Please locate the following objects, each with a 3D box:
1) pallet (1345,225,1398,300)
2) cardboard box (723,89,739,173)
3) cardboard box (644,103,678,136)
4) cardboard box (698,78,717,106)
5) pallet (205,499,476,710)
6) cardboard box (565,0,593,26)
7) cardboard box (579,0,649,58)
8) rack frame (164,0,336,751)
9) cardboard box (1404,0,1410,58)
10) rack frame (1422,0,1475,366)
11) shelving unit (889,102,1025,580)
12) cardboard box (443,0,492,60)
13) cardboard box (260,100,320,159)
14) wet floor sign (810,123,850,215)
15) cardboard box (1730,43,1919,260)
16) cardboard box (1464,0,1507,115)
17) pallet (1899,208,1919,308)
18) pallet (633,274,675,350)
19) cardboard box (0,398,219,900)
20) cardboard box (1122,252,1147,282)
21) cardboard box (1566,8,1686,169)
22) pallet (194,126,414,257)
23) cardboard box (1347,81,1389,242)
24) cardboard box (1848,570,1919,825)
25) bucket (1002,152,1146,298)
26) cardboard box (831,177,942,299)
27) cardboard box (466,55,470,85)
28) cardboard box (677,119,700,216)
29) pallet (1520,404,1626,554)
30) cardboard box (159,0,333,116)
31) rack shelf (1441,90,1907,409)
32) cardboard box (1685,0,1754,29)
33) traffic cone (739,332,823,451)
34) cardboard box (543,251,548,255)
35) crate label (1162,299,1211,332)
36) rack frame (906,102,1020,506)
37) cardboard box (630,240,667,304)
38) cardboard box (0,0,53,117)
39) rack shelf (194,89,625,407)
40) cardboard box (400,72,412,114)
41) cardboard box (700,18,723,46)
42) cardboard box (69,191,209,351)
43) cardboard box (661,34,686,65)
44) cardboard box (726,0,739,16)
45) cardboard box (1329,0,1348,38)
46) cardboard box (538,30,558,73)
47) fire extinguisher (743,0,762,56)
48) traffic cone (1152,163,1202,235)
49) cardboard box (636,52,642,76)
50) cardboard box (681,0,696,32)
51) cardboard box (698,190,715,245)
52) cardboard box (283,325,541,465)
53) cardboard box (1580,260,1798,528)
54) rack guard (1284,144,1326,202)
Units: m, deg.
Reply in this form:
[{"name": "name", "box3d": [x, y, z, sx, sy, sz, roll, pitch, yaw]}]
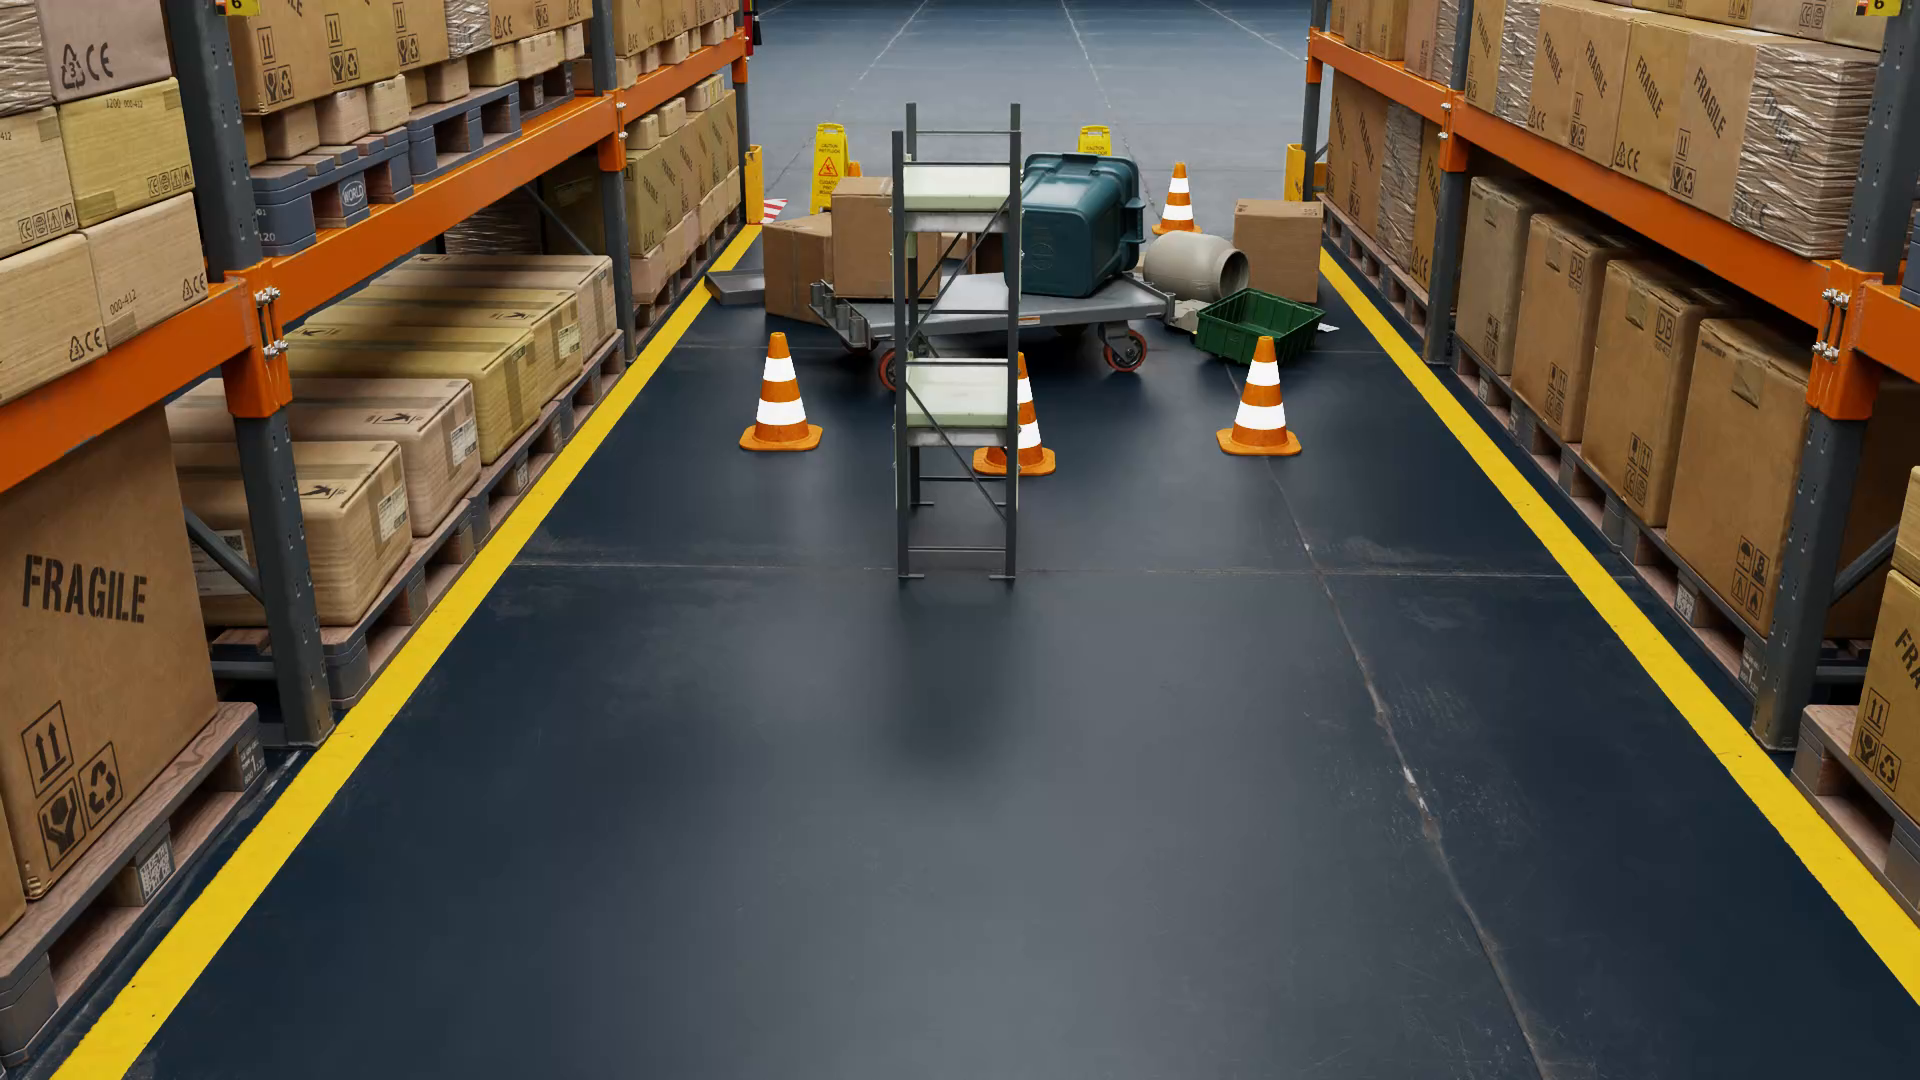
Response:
[{"name": "pallet", "box3d": [2.957, -1.696, 10.107, 1.003, 0.211, 1.213, 1, 21, 2]}, {"name": "cardboard box", "box3d": [-1.771, -2.714, 11.062, 0.500, 0.500, 0.500, 1, 21, 2]}, {"name": "cardboard box", "box3d": [-1.764, -2.304, 9.107, 0.380, 0.149, 0.250, 1, 21, 4]}, {"name": "cardboard box", "box3d": [-1.726, -2.792, 10.366, 0.380, 0.149, 0.250, 1, 21, 3]}, {"name": "pallet", "box3d": [-2.226, 0.167, 5.308, 1.003, 0.211, 1.213, 1, 21, 2]}, {"name": "cardboard box", "box3d": [-1.914, -2.509, 7.218, 0.500, 0.500, 0.500, 0, 21, 1]}, {"name": "cardboard box", "box3d": [-1.837, -2.638, 8.133, 0.500, 0.500, 0.500, 1, 21, 1]}, {"name": "rack frame", "box3d": [-2.251, -0.851, 4.075, 1.000, 3.000, 0.127, 1, 21, 2]}, {"name": "cardboard box", "box3d": [2.949, -2.876, 9.086, 0.875, 0.550, 0.550, 1, 21, 2]}, {"name": "rack frame", "box3d": [2.822, -2.279, 7.756, 1.000, 3.000, 0.127, 1, 21, 2]}, {"name": "shelving unit", "box3d": [0.000, -0.702, 5.764, 0.431, 1.500, 0.755, 1, 21, 2]}, {"name": "cardboard box", "box3d": [-1.965, -1.953, 5.787, 0.500, 0.500, 0.500, 0, 21, 0]}, {"name": "cardboard box", "box3d": [-2.013, -1.147, 4.605, 0.380, 0.149, 0.250, -1, 21, -2]}, {"name": "wet floor sign", "box3d": [-0.932, -2.703, 12.103, 0.267, 0.644, 0.232, 8, 23, 20]}, {"name": "cardboard box", "box3d": [2.445, -1.045, 4.438, 0.500, 0.500, 0.500, 1, 21, 2]}, {"name": "cardboard box", "box3d": [2.537, -2.139, 7.256, 0.500, 0.500, 0.500, 1, 21, 2]}, {"name": "pallet", "box3d": [2.785, -0.485, 3.397, 1.213, 0.211, 1.003, 1, 21, 2]}, {"name": "pallet", "box3d": [-2.144, -1.240, 8.934, 1.003, 0.211, 1.213, 1, 21, 2]}, {"name": "cardboard box", "box3d": [-2.355, 0.193, 3.742, 0.875, 0.875, 0.875, 0, 21, 1]}, {"name": "cardboard box", "box3d": [1.033, -1.646, 9.905, 0.396, 0.266, 0.258, 4, 22, 11]}, {"name": "cardboard box", "box3d": [2.489, -1.592, 5.847, 0.500, 0.500, 0.500, 1, 21, 2]}, {"name": "pallet", "box3d": [-2.336, -1.020, 4.777, 1.213, 0.211, 1.003, 1, 21, 2]}, {"name": "cardboard box", "box3d": [2.964, -2.367, 10.338, 0.875, 0.875, 0.875, 0, 21, 1]}, {"name": "cardboard box", "box3d": [2.424, 0.390, 3.753, 0.500, 0.500, 0.500, 0, 21, -1]}, {"name": "bucket", "box3d": [0.521, -1.536, 8.266, 0.726, 0.611, 0.620, 8, 33, 20]}, {"name": "cardboard box", "box3d": [-0.349, -1.476, 8.095, 0.500, 0.500, 0.500, 1, 21, 2]}, {"name": "cardboard box", "box3d": [-2.025, -1.724, 6.092, 0.380, 0.149, 0.250, 0, 21, 0]}, {"name": "cardboard box", "box3d": [-1.819, -2.152, 9.613, 0.500, 0.500, 0.500, 2, 21, 4]}, {"name": "pallet", "box3d": [2.839, -0.257, 6.400, 1.003, 0.211, 1.213, 1, 21, 2]}, {"name": "cardboard box", "box3d": [-2.006, -1.392, 4.340, 0.500, 0.500, 0.500, 0, 21, 0]}, {"name": "rack shelf", "box3d": [2.761, -1.221, 6.023, 1.077, 0.370, 4.000, 1, 21, 2]}, {"name": "cardboard box", "box3d": [2.751, -1.876, 5.198, 0.700, 0.500, 0.500, 0, 21, 1]}, {"name": "traffic cone", "box3d": [-0.768, -0.651, 7.066, 0.336, 0.463, 0.334, 1, 21, 2]}, {"name": "cardboard box", "box3d": [-2.380, -1.428, 8.783, 0.500, 0.250, 0.500, 2, 21, 4]}, {"name": "crate label", "box3d": [1.240, -1.204, 8.943, 0.298, 0.136, 0.250, -16, 26, -35]}, {"name": "rack frame", "box3d": [0.011, -0.834, 6.105, 0.400, 1.500, 0.023, 1, 21, 2]}, {"name": "cardboard box", "box3d": [-1.841, -1.421, 8.766, 0.500, 0.250, 0.500, 0, 21, -1]}, {"name": "cardboard box", "box3d": [-2.012, -0.988, 2.909, 0.500, 0.500, 0.500, 1, 21, 3]}, {"name": "rack shelf", "box3d": [-2.190, -1.239, 6.069, 1.077, 0.370, 4.000, 1, 21, 2]}, {"name": "cardboard box", "box3d": [-2.000, -1.433, 5.341, 0.380, 0.149, 0.250, 2, 21, 5]}, {"name": "cardboard box", "box3d": [-1.709, -3.210, 10.503, 0.380, 0.149, 0.250, 1, 21, 3]}, {"name": "cardboard box", "box3d": [-2.007, -0.595, 3.624, 0.500, 0.250, 0.500, 0, 21, 0]}, {"name": "cardboard box", "box3d": [-1.751, -2.753, 9.324, 0.380, 0.149, 0.250, 1, 21, 2]}, {"name": "cardboard box", "box3d": [-1.749, -3.729, 10.945, 0.500, 0.500, 0.500, 0, 21, 1]}, {"name": "cardboard box", "box3d": [2.977, -3.661, 11.110, 0.875, 0.550, 0.550, 1, 21, 2]}, {"name": "cardboard box", "box3d": [-1.867, -1.998, 6.798, 0.380, 0.149, 0.250, 0, 21, 1]}, {"name": "fire extinguisher", "box3d": [-1.543, -3.744, 11.638, 0.296, 0.674, 0.183, 1, 21, 2]}, {"name": "traffic cone", "box3d": [1.508, -2.366, 11.488, 0.336, 0.463, 0.334, 1, 21, 2]}, {"name": "cardboard box", "box3d": [-1.866, -2.479, 8.618, 0.380, 0.149, 0.250, 1, 21, 1]}, {"name": "cardboard box", "box3d": [-1.821, -3.185, 9.540, 0.500, 0.500, 0.500, 1, 21, 2]}, {"name": "cardboard box", "box3d": [-1.797, -1.986, 10.220, 0.500, 0.250, 0.500, 0, 21, 0]}, {"name": "cardboard box", "box3d": [-2.181, -0.567, 6.395, 0.950, 0.372, 0.625, 1, 21, 3]}, {"name": "cardboard box", "box3d": [2.832, -0.515, 5.740, 1.050, 0.750, 0.750, 1, 21, 2]}, {"name": "rack guard", "box3d": [2.944, -2.569, 11.958, 1.175, 0.500, 0.348, 1, 21, 2]}]
